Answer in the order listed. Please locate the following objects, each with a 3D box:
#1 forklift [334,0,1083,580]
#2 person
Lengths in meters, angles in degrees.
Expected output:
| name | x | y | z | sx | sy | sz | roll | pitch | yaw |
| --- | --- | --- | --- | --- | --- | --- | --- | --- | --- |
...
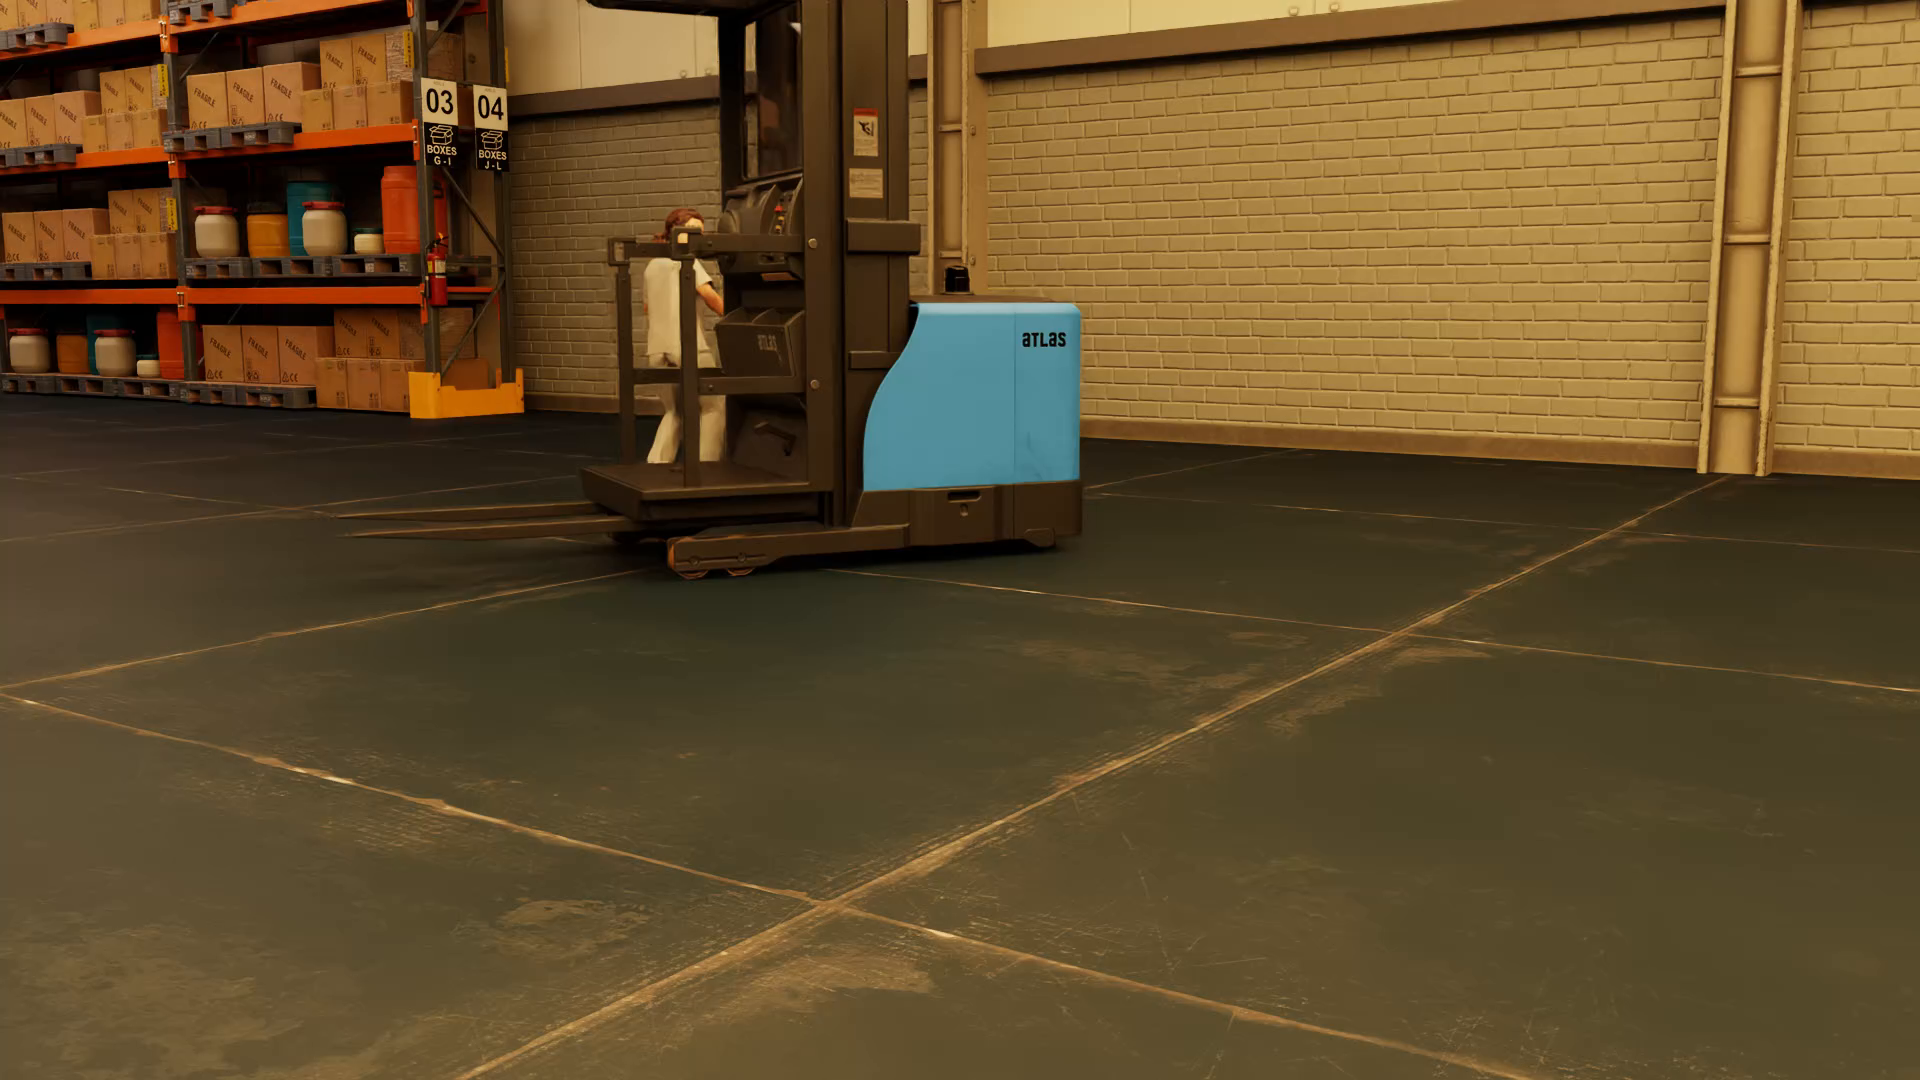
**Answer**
| name | x | y | z | sx | sy | sz | roll | pitch | yaw |
| --- | --- | --- | --- | --- | --- | --- | --- | --- | --- |
| forklift | -1.020 | -1.380 | 6.897 | 3.031 | 2.935 | 1.130 | -4 | 9 | -25 |
| person | -1.469 | -1.019 | 9.194 | 0.682 | 1.600 | 0.622 | 5 | 10 | 32 |
